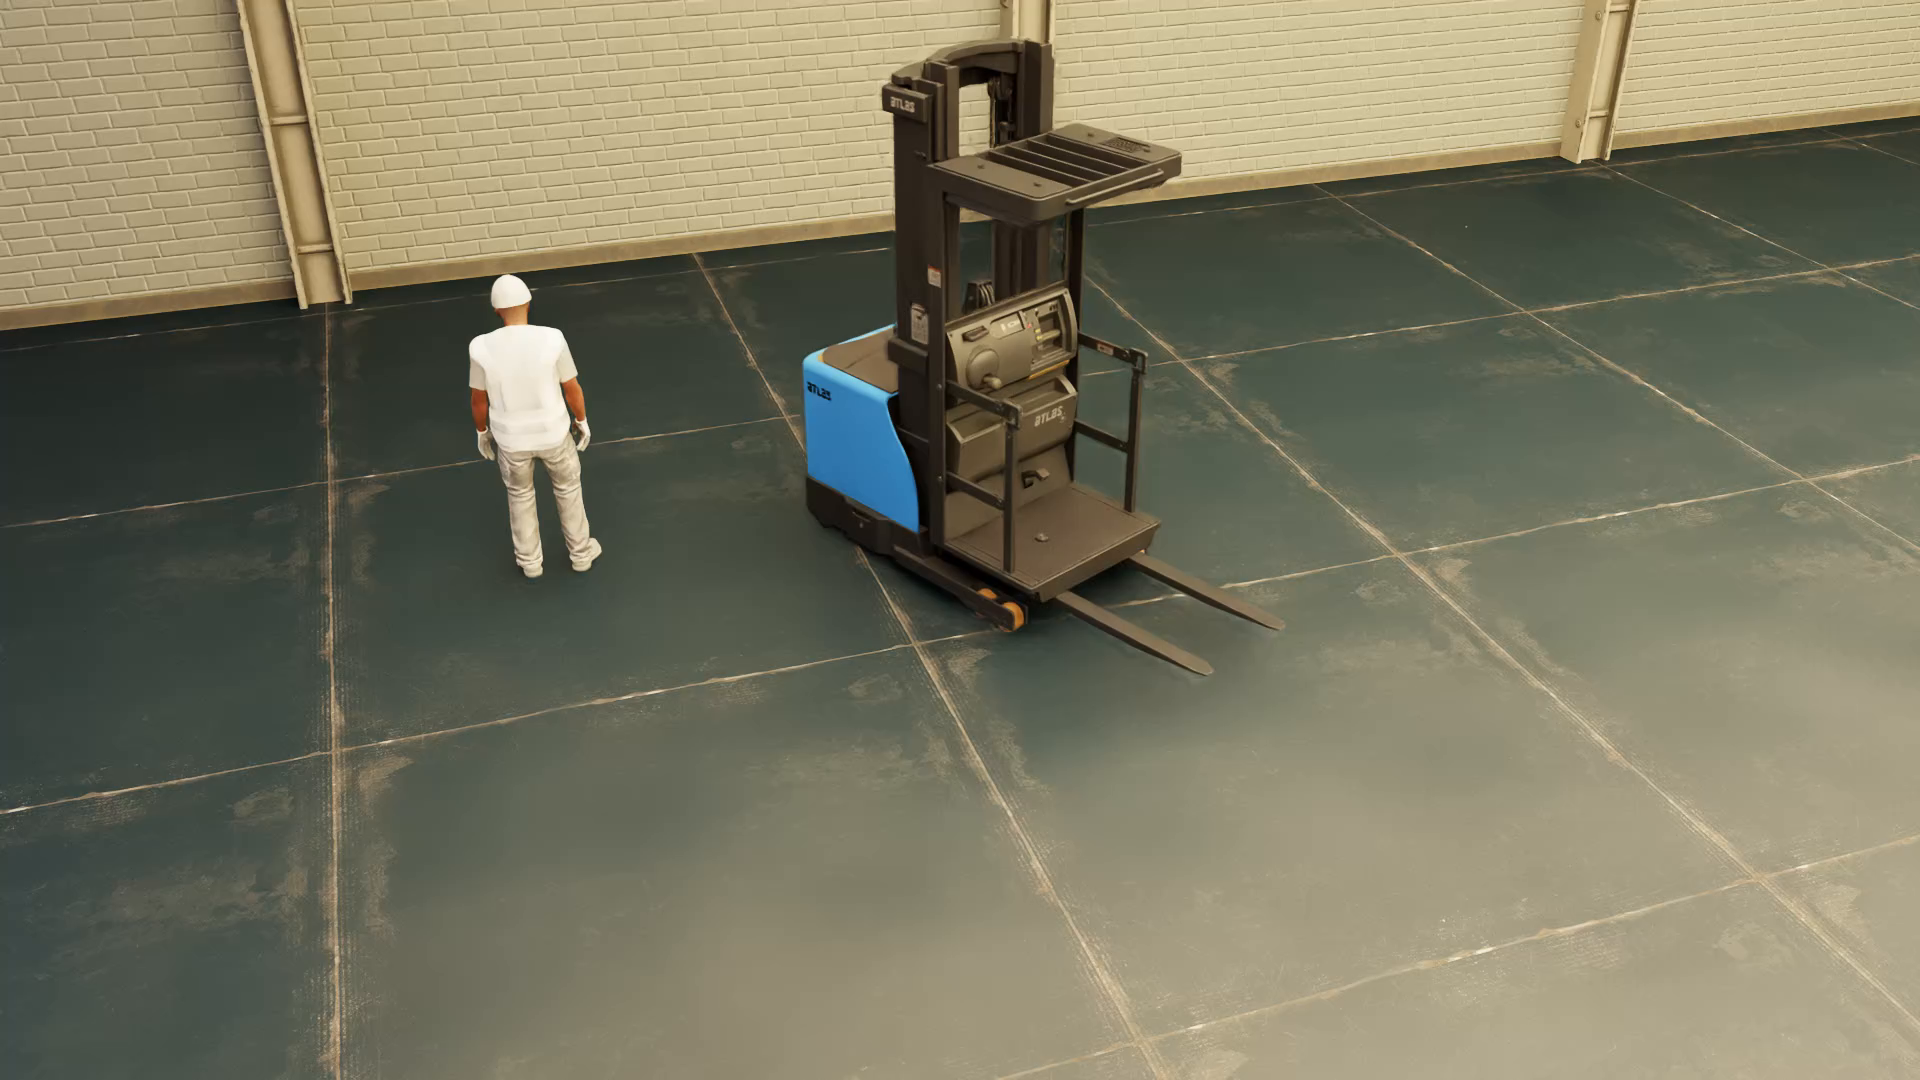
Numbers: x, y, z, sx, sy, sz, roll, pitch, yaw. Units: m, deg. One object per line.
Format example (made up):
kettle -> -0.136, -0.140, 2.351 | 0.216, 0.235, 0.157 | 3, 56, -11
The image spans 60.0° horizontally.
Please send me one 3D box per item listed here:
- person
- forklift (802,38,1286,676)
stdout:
person -> -2.398, -0.625, 9.339 | 0.617, 1.772, 0.426 | -5, 30, -9
forklift -> -11.952, 0.938, 5.456 | 24.538, 2.935, 14.427 | -26, 39, -37
